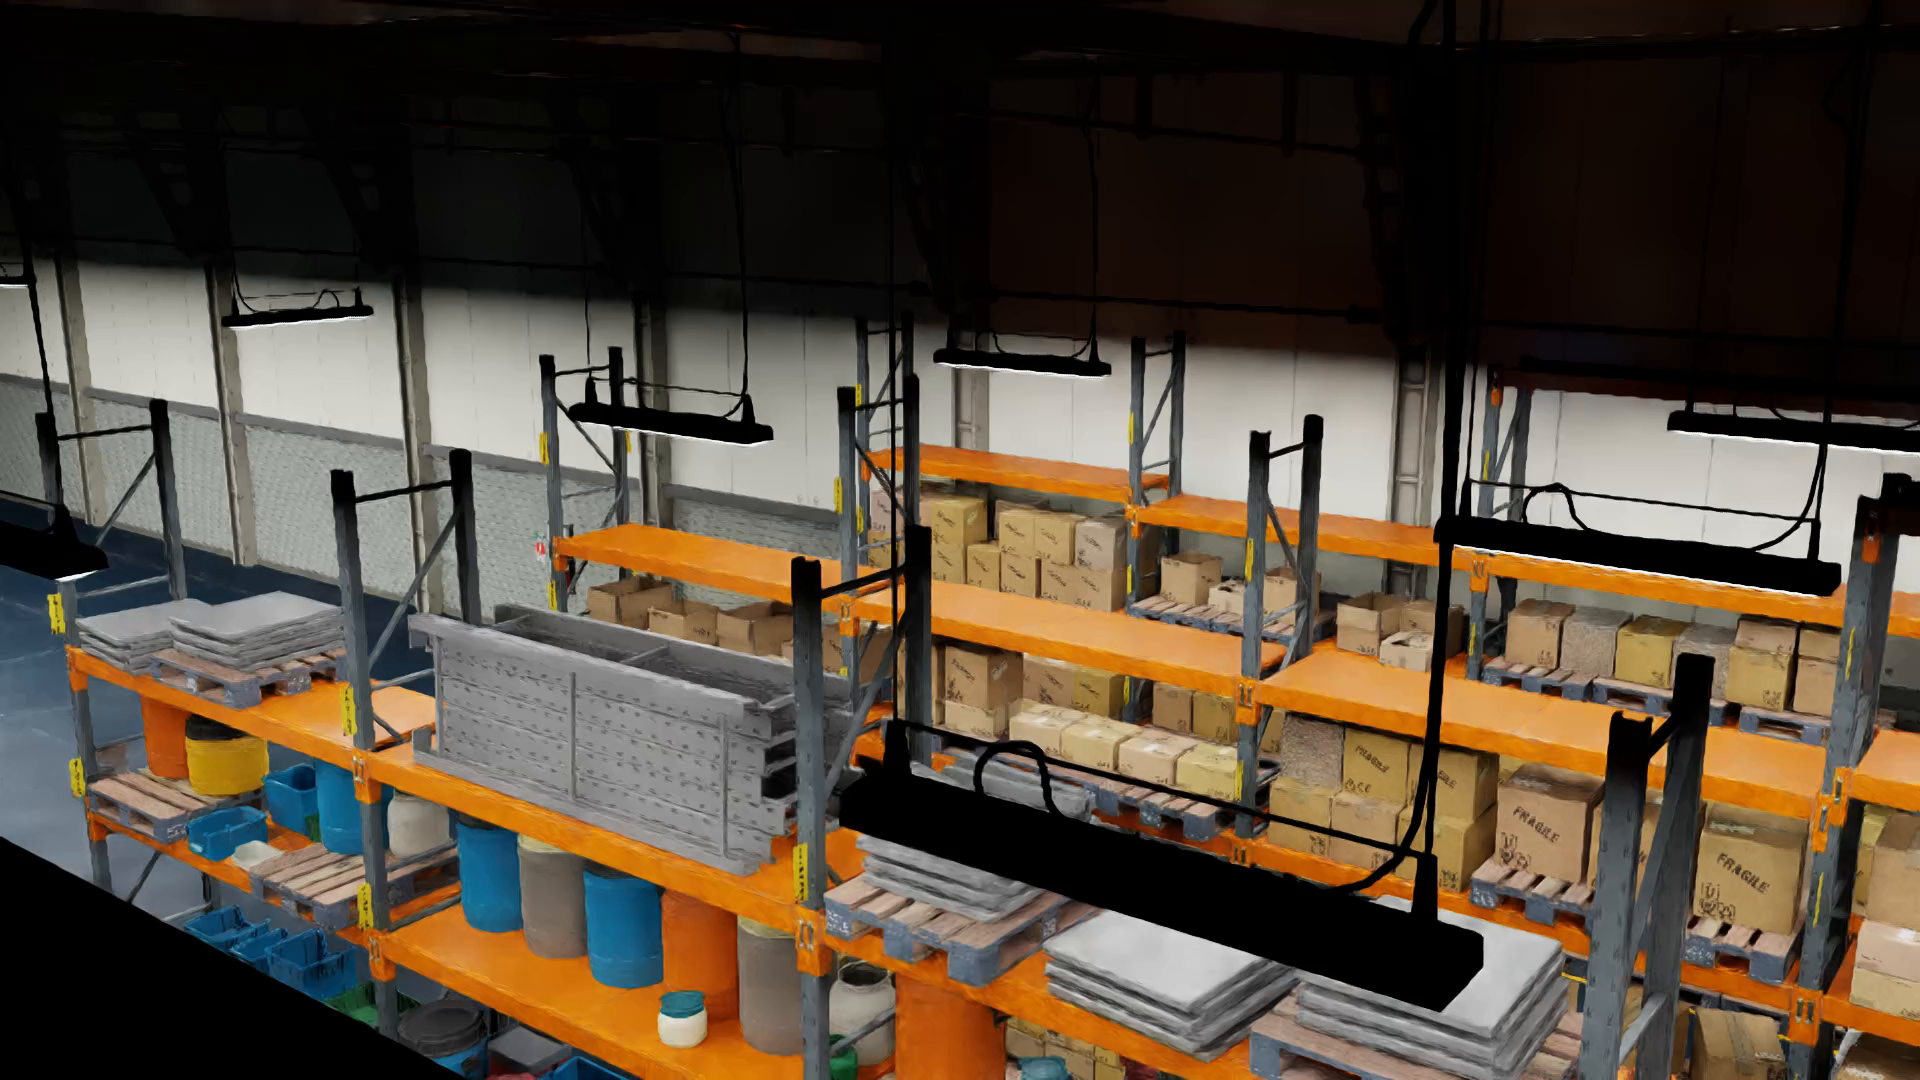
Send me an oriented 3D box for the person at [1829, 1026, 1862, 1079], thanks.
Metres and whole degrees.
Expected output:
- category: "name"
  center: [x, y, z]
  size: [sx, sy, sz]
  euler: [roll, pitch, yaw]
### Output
- category: "person"
  center: [7.448, 4.163, 13.703]
  size: [0.997, 1.618, 0.502]
  euler: [9, 16, 35]
